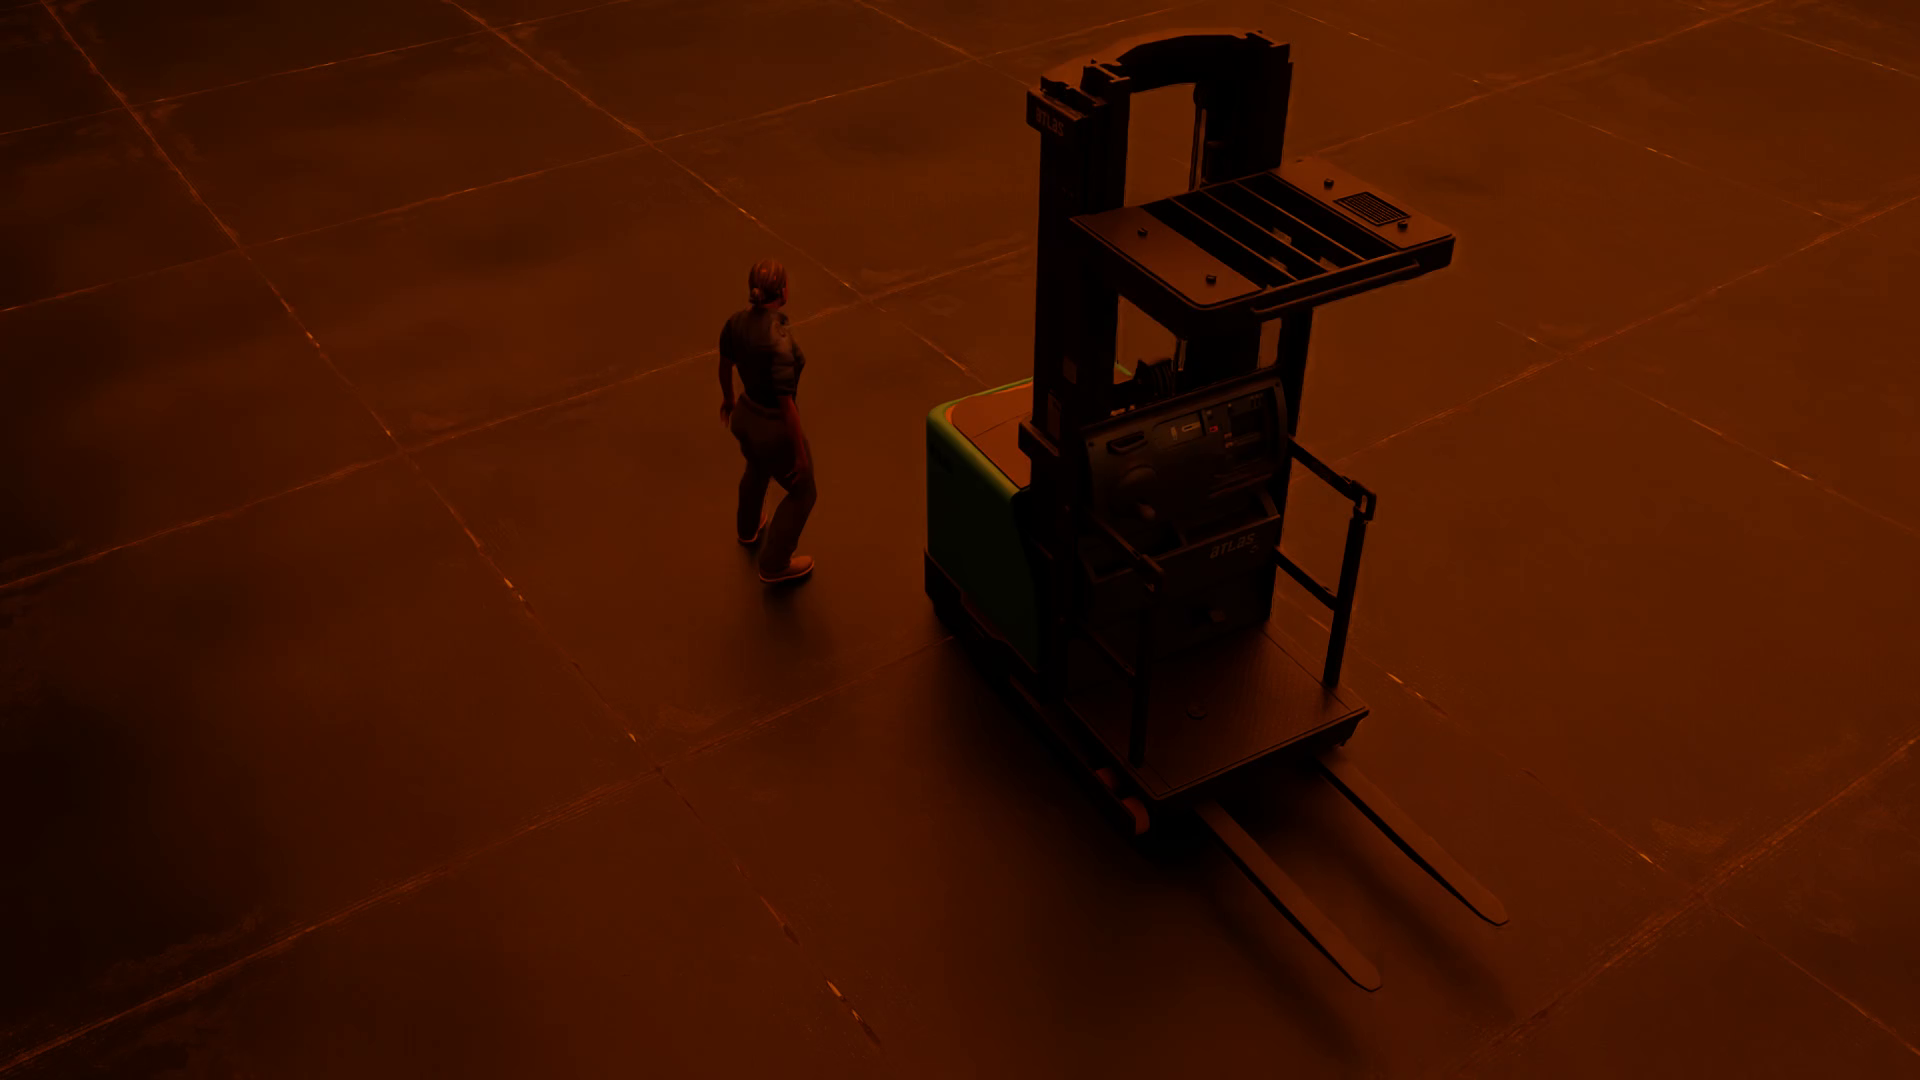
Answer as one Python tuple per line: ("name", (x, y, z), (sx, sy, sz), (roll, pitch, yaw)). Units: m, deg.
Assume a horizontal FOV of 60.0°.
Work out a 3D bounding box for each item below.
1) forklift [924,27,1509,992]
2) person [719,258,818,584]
("forklift", (0.996, -0.283, 6.327), (1.130, 2.935, 3.031), (-19, 40, -23))
("person", (-0.912, -0.554, 7.756), (0.358, 1.628, 0.790), (-27, 44, -31))
